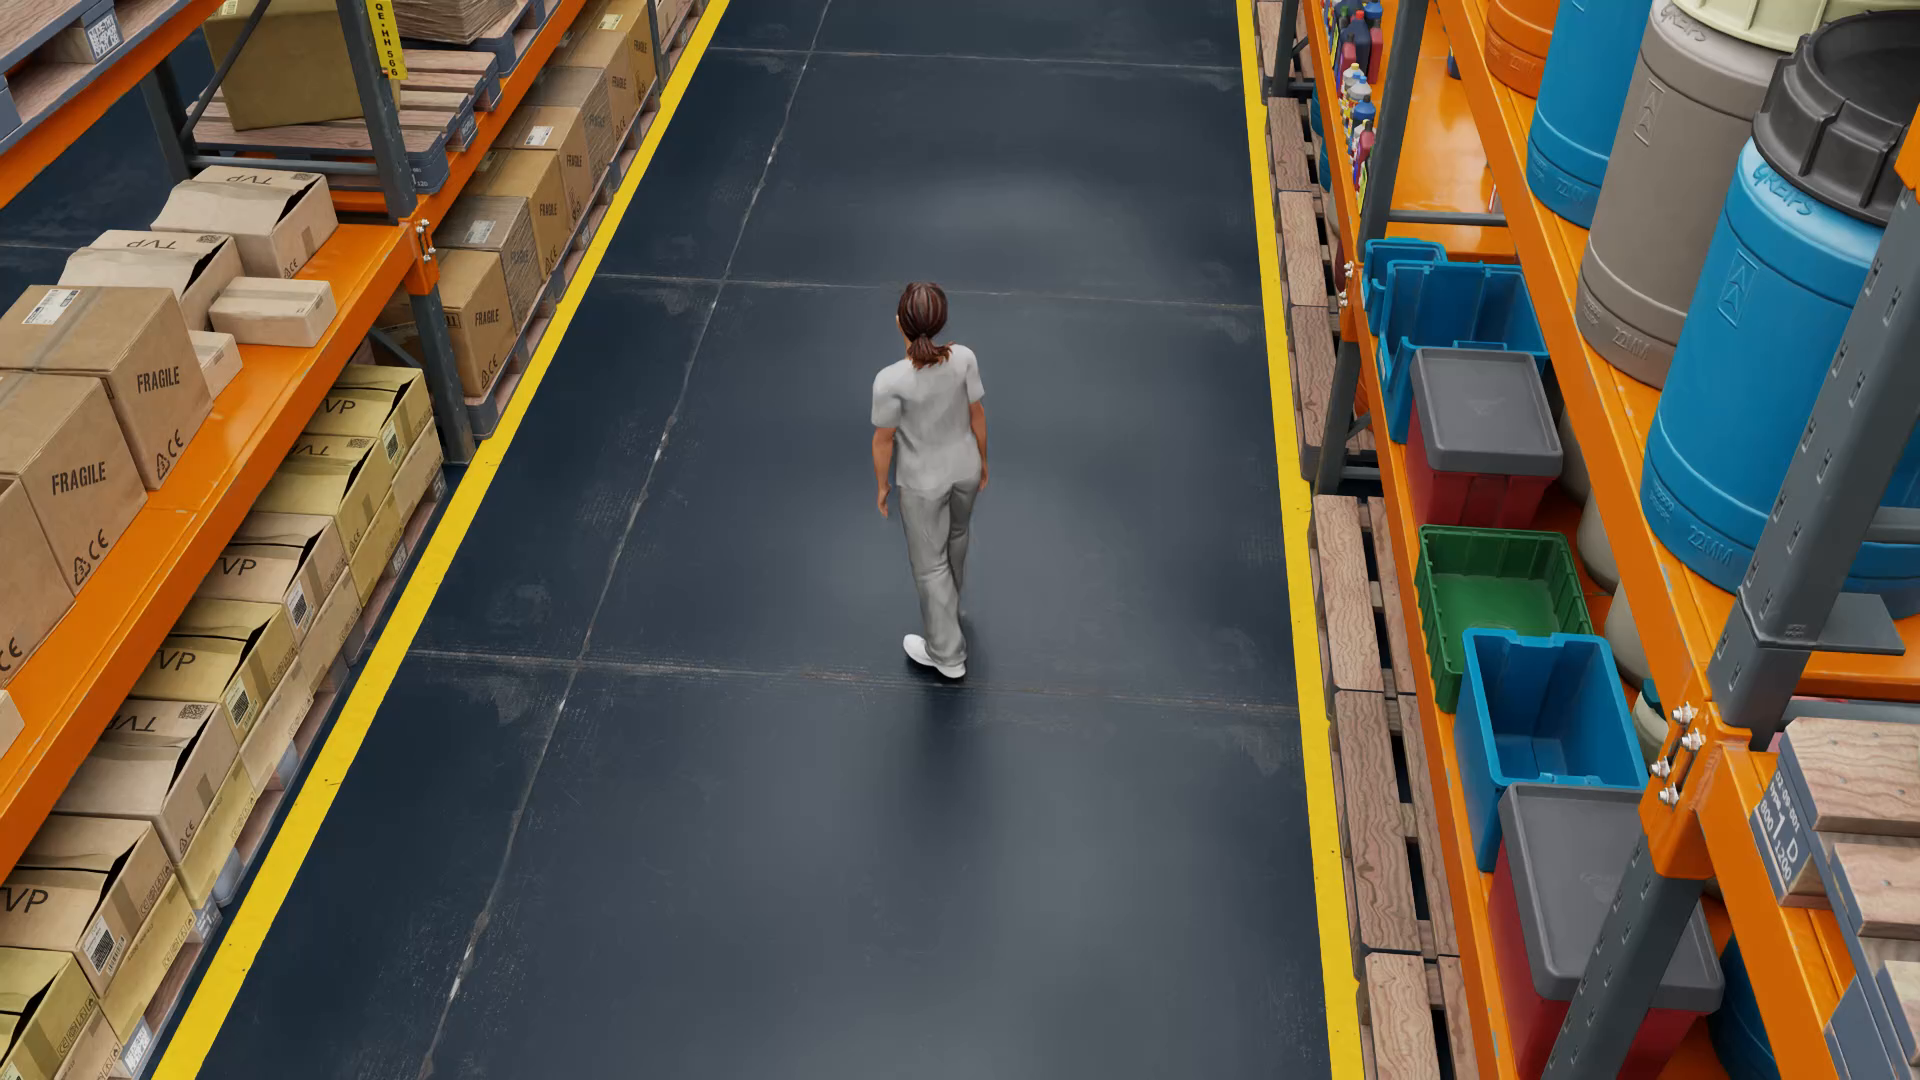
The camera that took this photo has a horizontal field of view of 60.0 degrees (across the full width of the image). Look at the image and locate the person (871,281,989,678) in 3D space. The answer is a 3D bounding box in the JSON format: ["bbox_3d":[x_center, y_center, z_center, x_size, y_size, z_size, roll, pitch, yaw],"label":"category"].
[{"bbox_3d":[-0.131,-0.267,6.458,0.468,1.660,0.703,-20,44,-22],"label":"person"}]
